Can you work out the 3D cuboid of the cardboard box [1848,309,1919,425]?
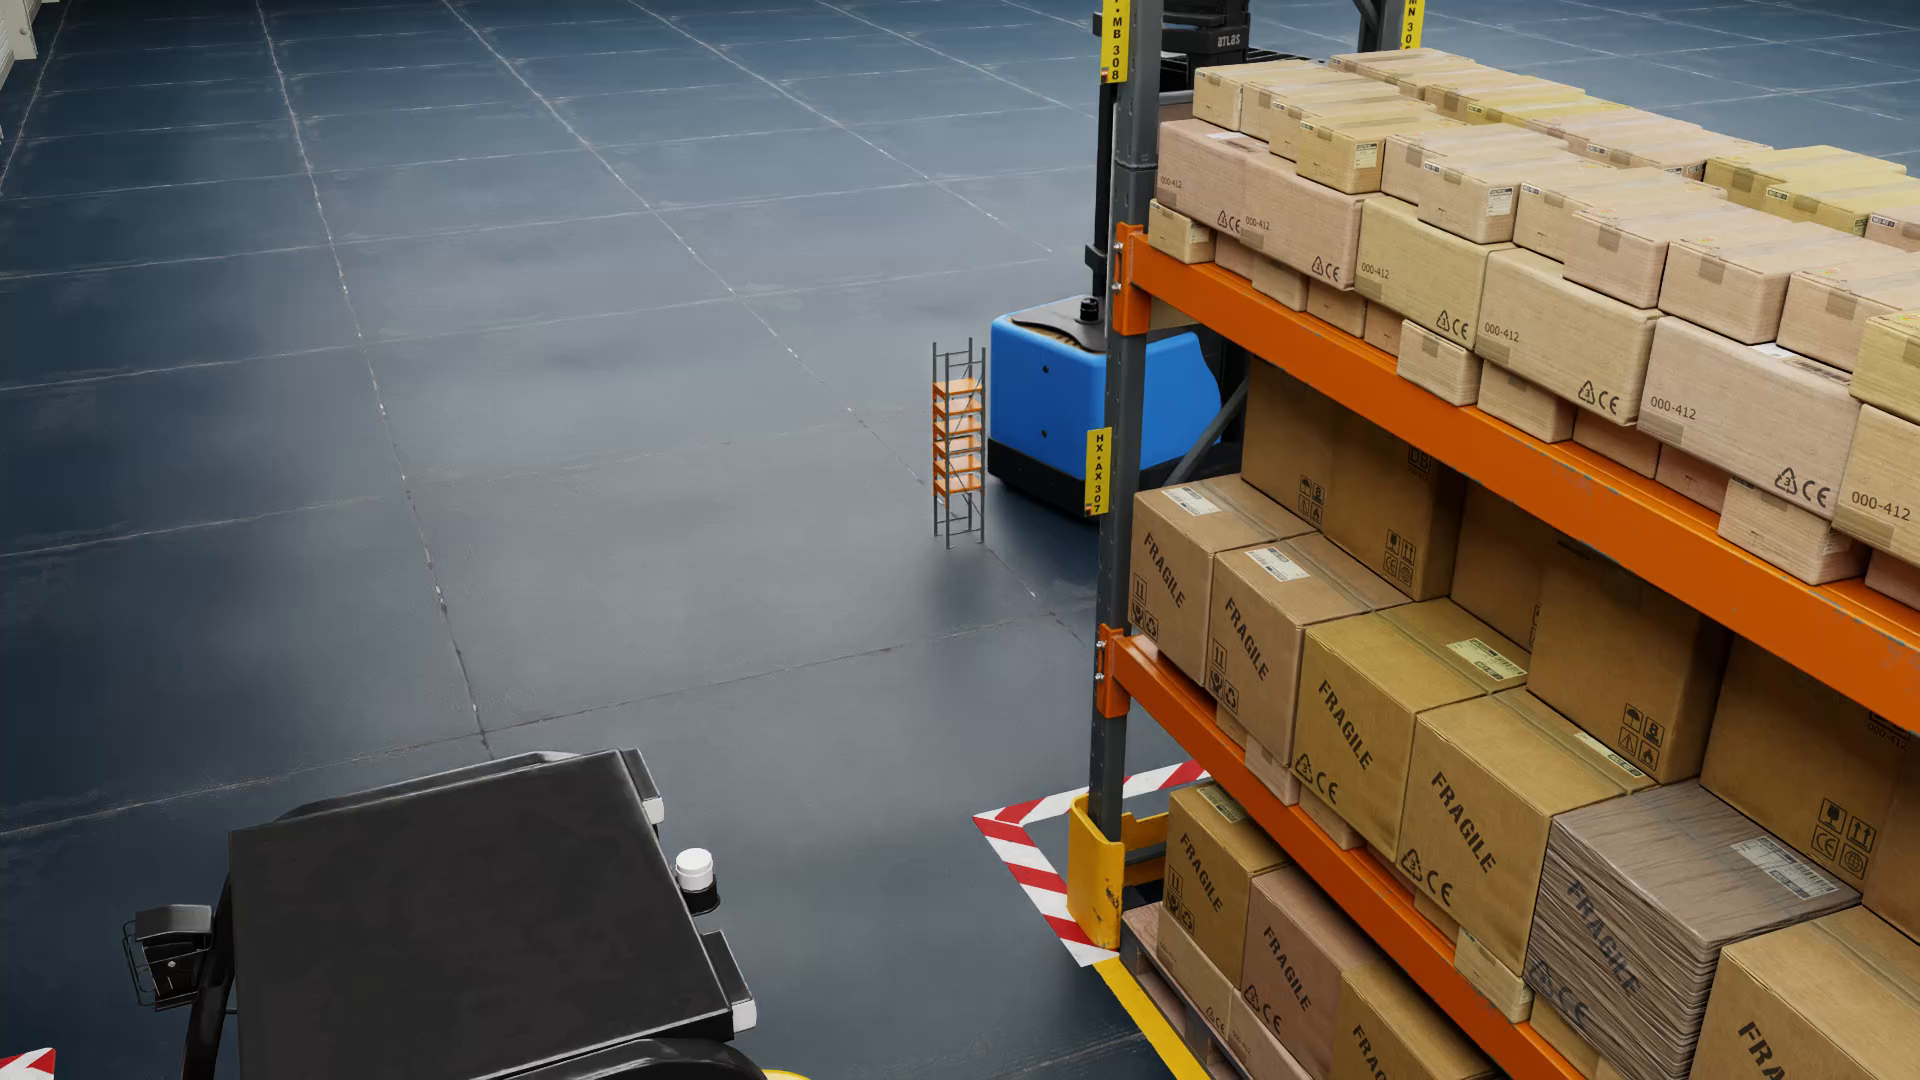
[{"bbox_3d":[1.814,-0.306,2.917,0.380,0.149,0.250,-10,28,-19],"label":"cardboard box"}]

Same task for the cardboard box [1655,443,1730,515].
[{"bbox_3d":[1.735,-0.175,3.557,0.380,0.149,0.250,-10,28,-19],"label":"cardboard box"}]

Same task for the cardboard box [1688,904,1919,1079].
[{"bbox_3d":[1.942,1.150,3.522,0.500,0.500,0.500,-10,28,-19],"label":"cardboard box"}]

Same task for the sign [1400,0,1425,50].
[{"bbox_3d":[1.505,-1.776,5.540,0.100,0.325,0.005,-11,28,-21],"label":"sign"}]

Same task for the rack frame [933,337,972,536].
[{"bbox_3d":[-0.042,-0.582,9.574,0.240,1.200,0.006,-11,28,-21],"label":"rack frame"}]

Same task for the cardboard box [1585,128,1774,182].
[{"bbox_3d":[1.792,-0.918,4.170,0.380,0.149,0.250,-11,28,-22],"label":"cardboard box"}]

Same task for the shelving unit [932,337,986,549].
[{"bbox_3d":[-0.006,-0.545,9.499,0.258,1.200,0.189,-11,28,-21],"label":"shelving unit"}]

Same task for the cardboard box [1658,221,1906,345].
[{"bbox_3d":[1.658,-0.524,3.363,0.380,0.149,0.250,-10,28,-20],"label":"cardboard box"}]

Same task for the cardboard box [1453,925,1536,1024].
[{"bbox_3d":[1.539,1.092,4.381,0.380,0.149,0.250,-10,28,-20],"label":"cardboard box"}]

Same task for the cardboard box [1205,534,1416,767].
[{"bbox_3d":[1.122,0.326,5.210,0.500,0.500,0.500,-10,28,-19],"label":"cardboard box"}]

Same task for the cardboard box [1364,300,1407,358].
[{"bbox_3d":[1.302,-0.582,4.391,0.380,0.149,0.250,-11,28,-22],"label":"cardboard box"}]

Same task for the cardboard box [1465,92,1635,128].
[{"bbox_3d":[1.625,-1.128,4.601,0.380,0.149,0.250,-10,28,-20],"label":"cardboard box"}]

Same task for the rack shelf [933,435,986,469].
[{"bbox_3d":[-0.006,-0.505,9.518,0.258,0.103,0.180,-11,28,-21],"label":"rack shelf"}]

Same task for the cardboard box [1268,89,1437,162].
[{"bbox_3d":[1.092,-1.147,4.639,0.380,0.149,0.250,-11,28,-21],"label":"cardboard box"}]

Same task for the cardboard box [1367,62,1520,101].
[{"bbox_3d":[1.456,-1.339,5.033,0.380,0.149,0.250,-10,28,-20],"label":"cardboard box"}]

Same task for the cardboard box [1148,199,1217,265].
[{"bbox_3d":[0.818,-0.988,5.222,0.380,0.149,0.250,-11,28,-21],"label":"cardboard box"}]

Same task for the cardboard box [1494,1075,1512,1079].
[{"bbox_3d":[1.673,1.779,4.489,0.500,0.500,0.500,-9,27,-18],"label":"cardboard box"}]

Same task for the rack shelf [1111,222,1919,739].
[{"bbox_3d":[1.770,-0.160,4.060,1.077,0.370,4.000,-11,28,-21],"label":"rack shelf"}]

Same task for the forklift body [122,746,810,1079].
[{"bbox_3d":[-1.158,1.745,3.724,2.313,2.155,1.214,-11,28,-21],"label":"forklift body"}]

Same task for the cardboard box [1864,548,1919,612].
[{"bbox_3d":[1.953,0.035,3.126,0.380,0.149,0.250,-12,28,-22],"label":"cardboard box"}]

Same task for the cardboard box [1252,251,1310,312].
[{"bbox_3d":[1.075,-0.785,4.805,0.380,0.149,0.250,-10,28,-19],"label":"cardboard box"}]

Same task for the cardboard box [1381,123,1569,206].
[{"bbox_3d":[1.307,-0.949,4.234,0.380,0.149,0.250,-11,28,-21],"label":"cardboard box"}]

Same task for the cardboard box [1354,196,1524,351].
[{"bbox_3d":[1.352,-0.699,4.175,0.500,0.250,0.500,-10,28,-19],"label":"cardboard box"}]

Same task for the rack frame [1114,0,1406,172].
[{"bbox_3d":[0.986,-2.638,4.897,1.000,3.000,0.127,-11,28,-21],"label":"rack frame"}]

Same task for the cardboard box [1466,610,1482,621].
[{"bbox_3d":[1.837,0.456,4.944,0.500,0.500,0.500,-11,28,-21],"label":"cardboard box"}]

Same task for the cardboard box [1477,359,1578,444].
[{"bbox_3d":[1.468,-0.368,3.952,0.380,0.149,0.250,-11,28,-22],"label":"cardboard box"}]

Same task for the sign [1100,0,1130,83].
[{"bbox_3d":[0.487,-1.590,5.173,0.100,0.325,0.005,-11,28,-21],"label":"sign"}]

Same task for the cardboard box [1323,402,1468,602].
[{"bbox_3d":[1.579,-0.196,5.140,0.700,0.500,0.500,-10,28,-20],"label":"cardboard box"}]

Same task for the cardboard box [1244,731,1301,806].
[{"bbox_3d":[1.127,0.674,5.237,0.380,0.149,0.250,-10,28,-20],"label":"cardboard box"}]

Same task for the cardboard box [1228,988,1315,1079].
[{"bbox_3d":[1.241,1.685,5.536,0.500,0.250,0.500,-10,28,-19],"label":"cardboard box"}]

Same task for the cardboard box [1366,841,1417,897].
[{"bbox_3d":[1.418,0.869,4.838,0.380,0.149,0.250,-10,28,-19],"label":"cardboard box"}]

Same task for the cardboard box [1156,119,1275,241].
[{"bbox_3d":[0.938,-1.108,5.014,0.500,0.250,0.500,-11,28,-22],"label":"cardboard box"}]

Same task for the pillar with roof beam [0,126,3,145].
[{"bbox_3d":[-7.224,-9.355,18.653,9.100,9.000,0.400,-11,28,-21],"label":"pillar with roof beam"}]

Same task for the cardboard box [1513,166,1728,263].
[{"bbox_3d":[1.505,-0.738,3.801,0.380,0.149,0.250,-10,28,-20],"label":"cardboard box"}]

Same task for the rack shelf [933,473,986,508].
[{"bbox_3d":[-0.006,-0.289,9.624,0.258,0.103,0.180,-11,28,-21],"label":"rack shelf"}]

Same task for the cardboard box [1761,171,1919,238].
[{"bbox_3d":[2.045,-0.718,3.760,0.380,0.149,0.250,-10,28,-20],"label":"cardboard box"}]

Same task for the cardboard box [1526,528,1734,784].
[{"bbox_3d":[1.941,0.217,4.294,0.700,0.500,0.500,-11,28,-21],"label":"cardboard box"}]

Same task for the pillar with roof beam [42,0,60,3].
[{"bbox_3d":[-11.923,-14.199,28.575,9.100,9.000,0.400,-11,28,-21],"label":"pillar with roof beam"}]

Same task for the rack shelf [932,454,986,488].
[{"bbox_3d":[-0.006,-0.397,9.571,0.258,0.103,0.180,-11,28,-21],"label":"rack shelf"}]

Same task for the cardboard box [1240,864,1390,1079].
[{"bbox_3d":[1.266,1.360,5.346,0.500,0.500,0.500,-12,28,-23],"label":"cardboard box"}]

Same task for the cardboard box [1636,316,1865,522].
[{"bbox_3d":[1.747,-0.286,3.330,0.500,0.250,0.500,-11,28,-21],"label":"cardboard box"}]

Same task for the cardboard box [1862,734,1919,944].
[{"bbox_3d":[2.400,0.619,3.470,0.700,0.500,0.500,-10,28,-20],"label":"cardboard box"}]

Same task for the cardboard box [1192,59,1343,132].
[{"bbox_3d":[0.938,-1.358,5.070,0.380,0.149,0.250,-11,28,-21],"label":"cardboard box"}]

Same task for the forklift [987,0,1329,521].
[{"bbox_3d":[1.634,-1.940,10.382,3.031,2.935,1.130,-20,32,-35],"label":"forklift"}]

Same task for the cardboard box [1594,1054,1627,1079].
[{"bbox_3d":[1.746,1.298,3.959,0.380,0.149,0.250,-11,28,-21],"label":"cardboard box"}]

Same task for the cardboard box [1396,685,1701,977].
[{"bbox_3d":[1.530,0.736,4.372,0.500,0.500,0.500,-11,28,-22],"label":"cardboard box"}]
